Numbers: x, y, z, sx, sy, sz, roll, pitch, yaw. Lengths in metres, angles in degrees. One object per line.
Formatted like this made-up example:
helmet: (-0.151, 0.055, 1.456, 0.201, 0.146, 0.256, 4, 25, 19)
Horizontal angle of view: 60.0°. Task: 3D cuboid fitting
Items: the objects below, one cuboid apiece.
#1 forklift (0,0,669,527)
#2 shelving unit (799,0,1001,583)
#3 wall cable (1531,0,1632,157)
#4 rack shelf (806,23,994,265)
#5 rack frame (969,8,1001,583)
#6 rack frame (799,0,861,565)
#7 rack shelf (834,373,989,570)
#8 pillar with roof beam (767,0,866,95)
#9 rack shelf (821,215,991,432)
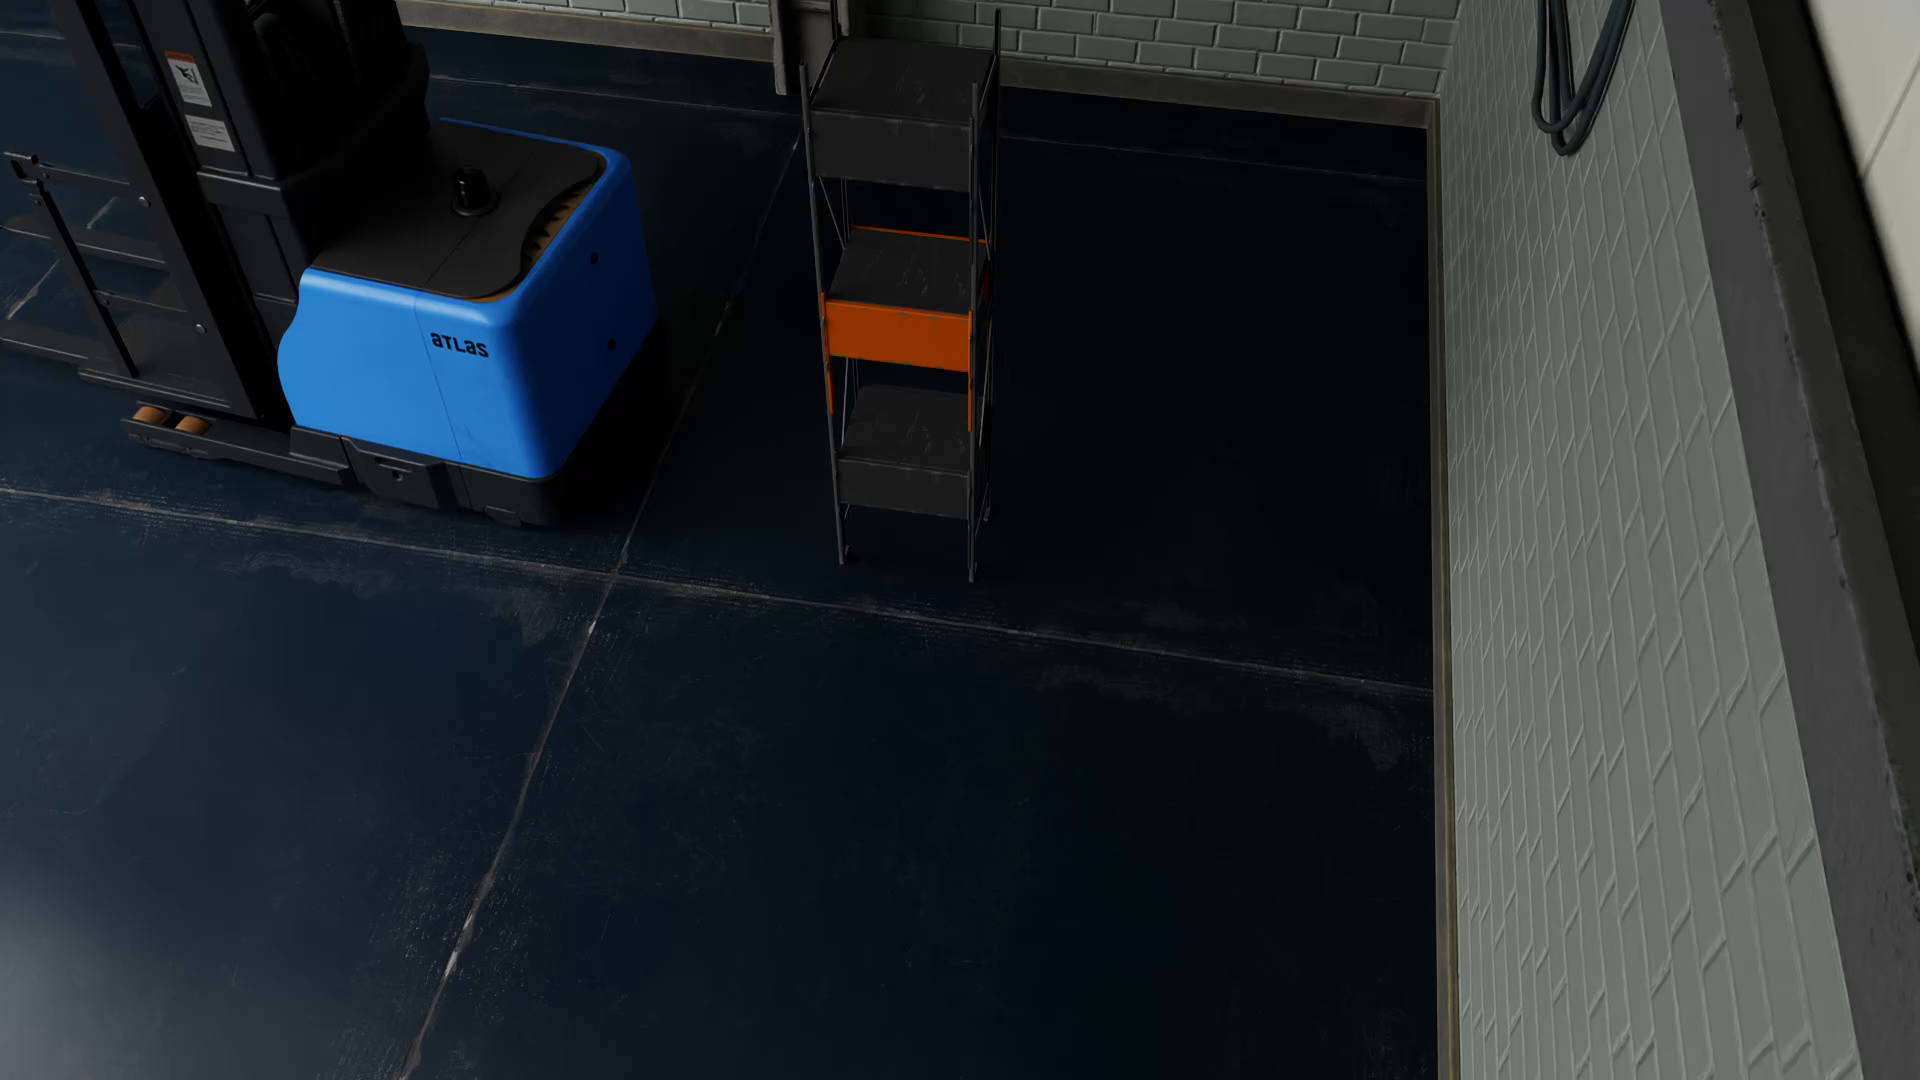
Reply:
forklift: (-2.765, -1.664, 5.775, 3.031, 2.935, 1.130, 13, 49, 11)
shelving unit: (-0.163, -0.724, 5.489, 0.503, 2.100, 0.431, 8, 49, 7)
wall cable: (1.976, -2.907, 4.900, 0.112, 2.526, 3.097, 8, 49, 7)
rack shelf: (-0.163, -1.182, 4.978, 0.480, 0.518, 0.431, 8, 49, 7)
rack frame: (0.077, -0.691, 5.460, 0.015, 2.100, 0.400, 8, 49, 7)
rack frame: (-0.403, -0.756, 5.518, 0.015, 2.100, 0.400, 8, 49, 7)
rack shelf: (-0.163, -0.247, 6.019, 0.480, 0.518, 0.431, 8, 49, 7)
pillar with roof beam: (-1.454, -2.152, 2.134, 0.400, 9.000, 9.100, 8, 49, 7)
rack shelf: (-0.163, -0.715, 5.499, 0.480, 0.518, 0.431, 8, 49, 7)
